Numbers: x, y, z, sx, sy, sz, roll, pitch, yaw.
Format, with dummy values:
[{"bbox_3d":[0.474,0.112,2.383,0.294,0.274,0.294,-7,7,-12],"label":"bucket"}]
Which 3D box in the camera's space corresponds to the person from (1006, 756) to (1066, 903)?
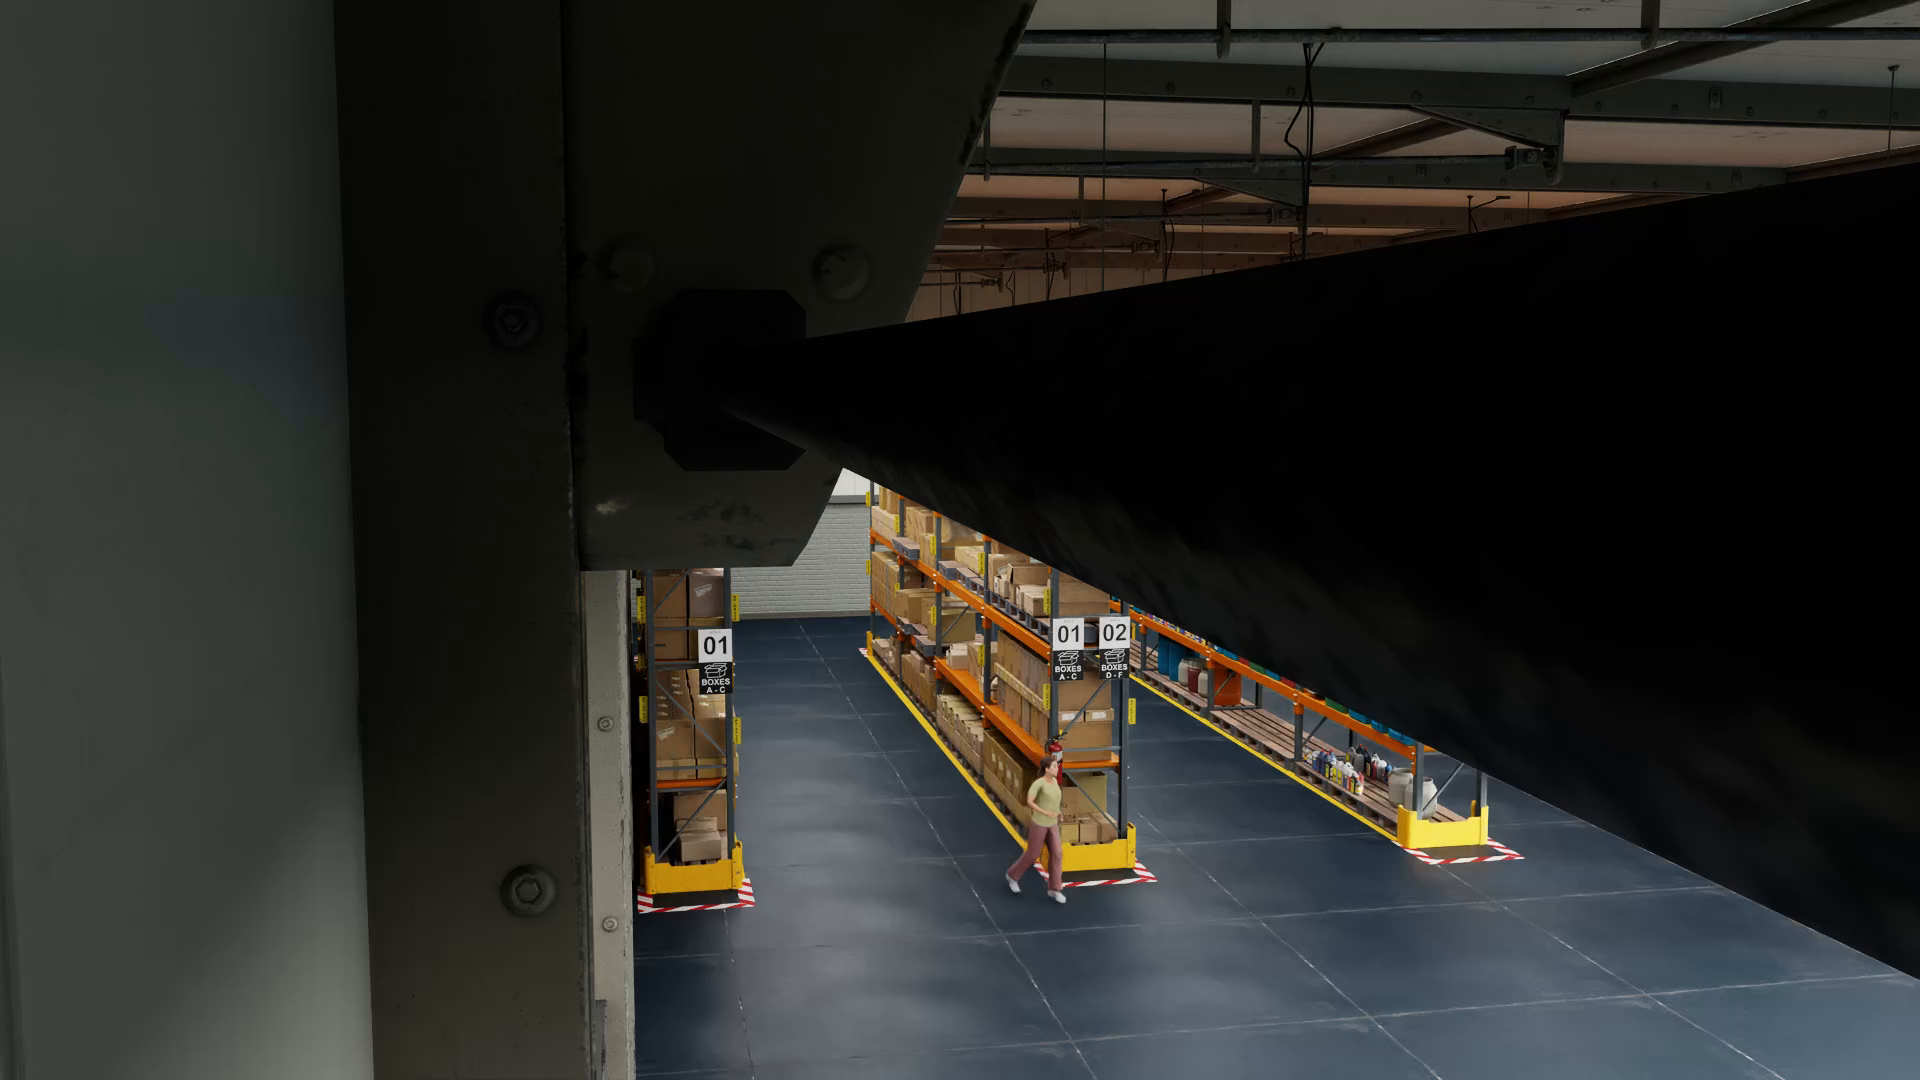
[{"bbox_3d":[1.037,3.414,19.918,0.878,1.664,0.636,5,8,42],"label":"person"}]
